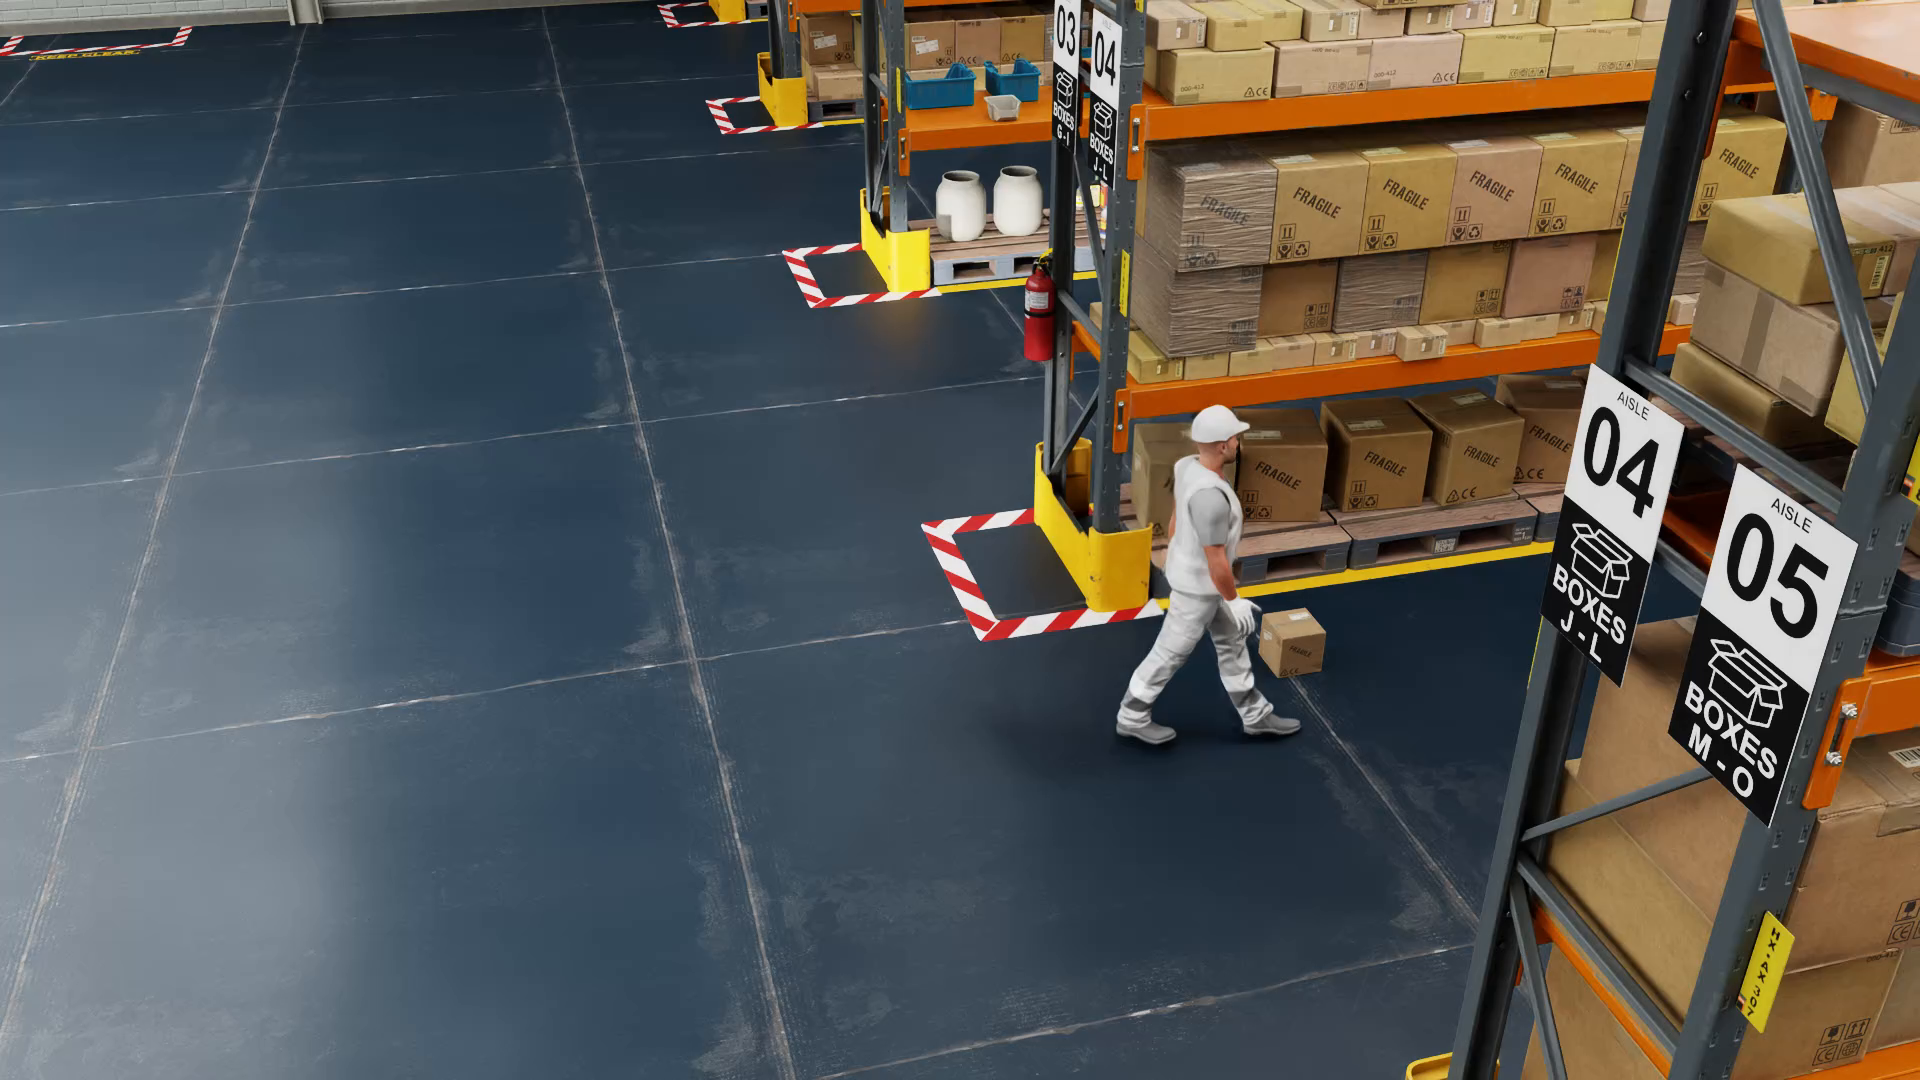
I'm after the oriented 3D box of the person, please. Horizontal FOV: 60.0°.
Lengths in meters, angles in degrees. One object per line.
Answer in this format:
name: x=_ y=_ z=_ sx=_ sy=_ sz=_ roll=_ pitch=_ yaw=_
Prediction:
person: x=1.243 y=0.187 z=7.892 sx=0.923 sy=1.750 sz=0.643 roll=2 pitch=30 yaw=3
